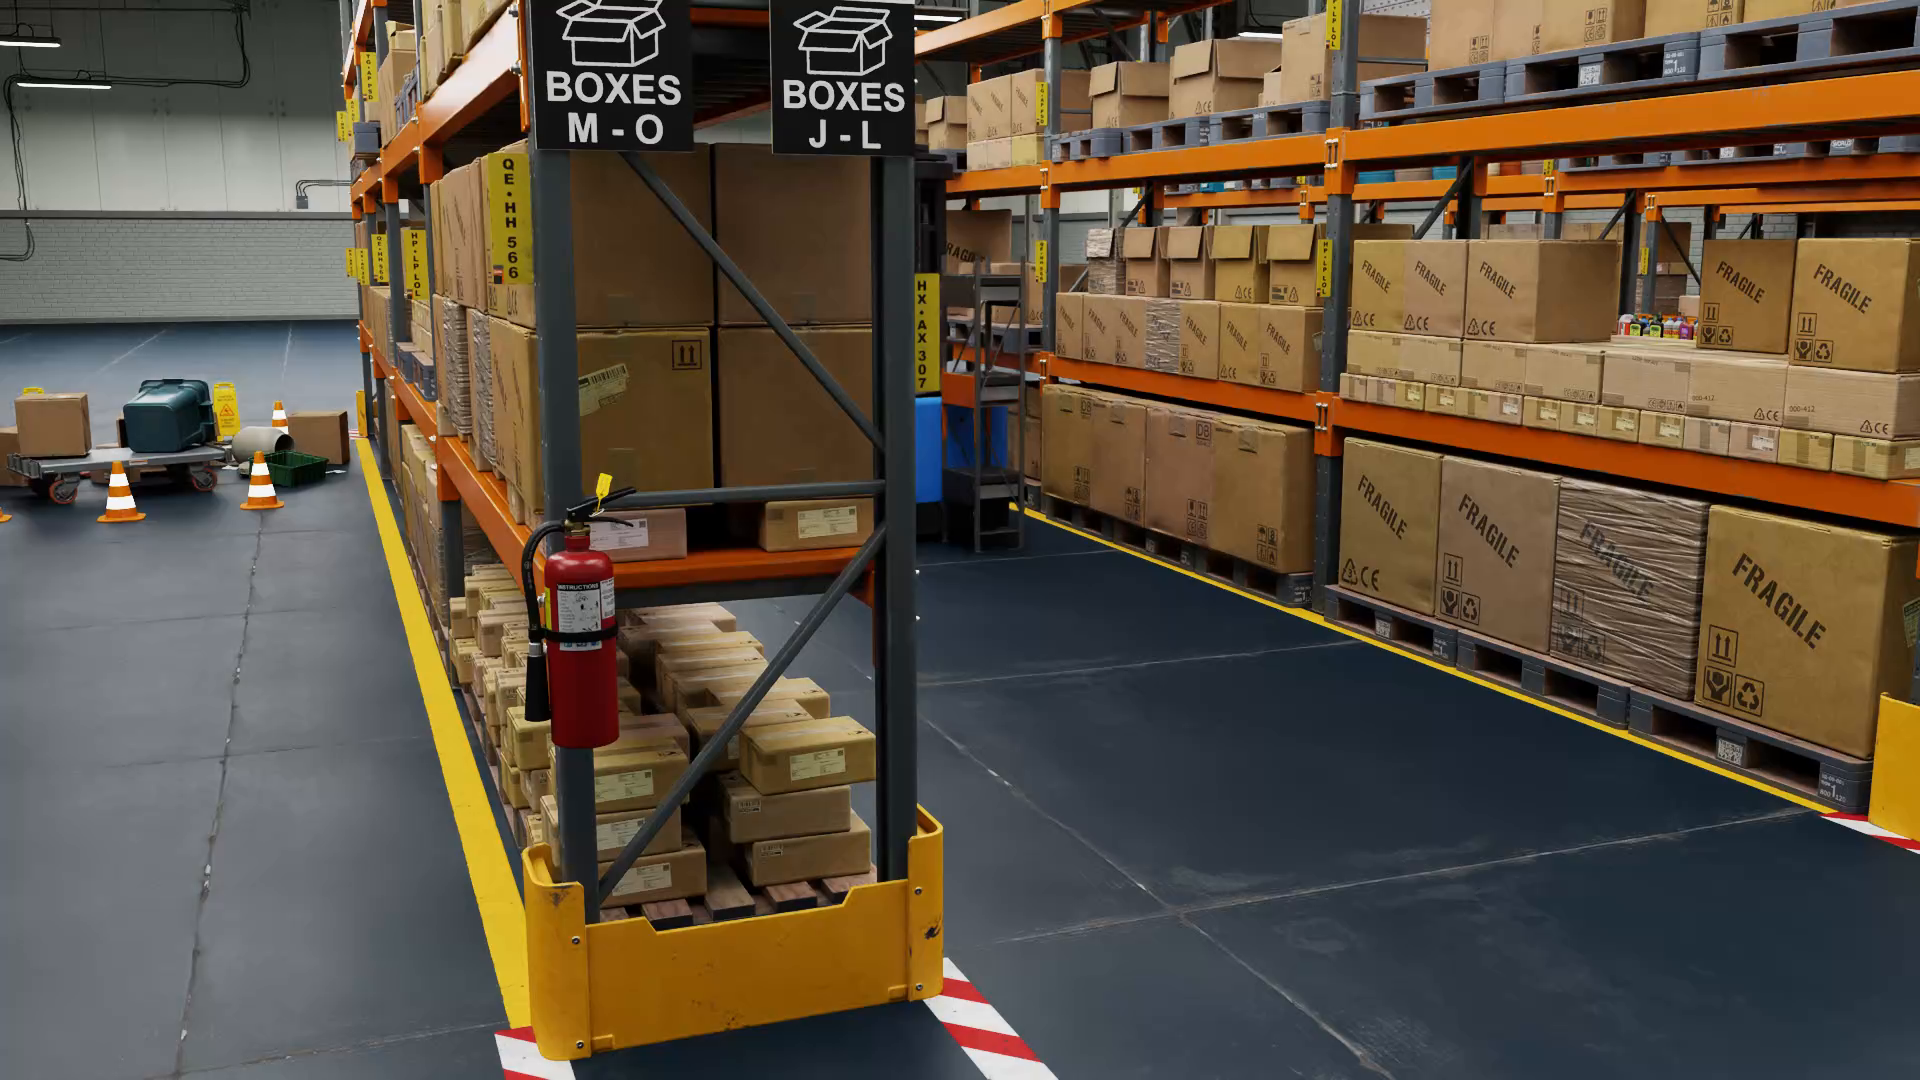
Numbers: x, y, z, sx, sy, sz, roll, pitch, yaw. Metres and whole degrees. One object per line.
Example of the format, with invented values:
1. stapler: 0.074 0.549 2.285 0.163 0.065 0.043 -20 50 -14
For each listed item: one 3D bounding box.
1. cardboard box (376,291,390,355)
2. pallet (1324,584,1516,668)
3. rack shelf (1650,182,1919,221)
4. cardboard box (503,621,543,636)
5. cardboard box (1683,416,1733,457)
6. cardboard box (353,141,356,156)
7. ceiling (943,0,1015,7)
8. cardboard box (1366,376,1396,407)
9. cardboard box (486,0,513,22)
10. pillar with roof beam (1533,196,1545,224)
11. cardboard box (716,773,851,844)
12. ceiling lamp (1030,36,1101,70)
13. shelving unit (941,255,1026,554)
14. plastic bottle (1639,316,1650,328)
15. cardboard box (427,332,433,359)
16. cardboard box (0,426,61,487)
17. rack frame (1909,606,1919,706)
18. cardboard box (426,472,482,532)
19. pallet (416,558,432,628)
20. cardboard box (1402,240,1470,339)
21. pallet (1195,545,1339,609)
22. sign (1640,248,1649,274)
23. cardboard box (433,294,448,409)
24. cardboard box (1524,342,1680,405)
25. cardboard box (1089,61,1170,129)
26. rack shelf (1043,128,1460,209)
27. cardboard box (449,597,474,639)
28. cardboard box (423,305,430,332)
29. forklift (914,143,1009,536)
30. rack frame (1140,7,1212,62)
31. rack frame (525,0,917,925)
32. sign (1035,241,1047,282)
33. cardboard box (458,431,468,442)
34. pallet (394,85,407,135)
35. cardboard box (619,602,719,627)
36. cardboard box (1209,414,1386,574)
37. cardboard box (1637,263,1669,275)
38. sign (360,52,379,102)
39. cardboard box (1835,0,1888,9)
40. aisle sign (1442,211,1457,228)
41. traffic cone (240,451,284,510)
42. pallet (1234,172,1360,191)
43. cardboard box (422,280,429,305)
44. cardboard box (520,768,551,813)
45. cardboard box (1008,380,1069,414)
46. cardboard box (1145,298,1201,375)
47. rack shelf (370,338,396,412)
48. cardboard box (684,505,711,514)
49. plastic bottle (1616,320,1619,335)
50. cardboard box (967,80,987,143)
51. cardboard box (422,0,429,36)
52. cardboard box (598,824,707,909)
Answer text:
1. cardboard box: -4.473 -1.775 13.546 0.500 0.500 0.500 -4 11 -20
2. pallet: 2.803 0.434 9.376 1.003 0.211 1.213 -4 11 -21
3. rack shelf: 9.660 -3.798 18.695 1.077 0.370 4.000 -4 11 -21
4. cardboard box: -1.638 0.418 6.749 0.380 0.149 0.250 -4 11 -23
5. cardboard box: 3.338 -0.453 7.118 0.380 0.149 0.250 -4 11 -20
6. cardboard box: -5.942 -3.973 16.856 0.380 0.149 0.250 -4 11 -21
7. ceiling: 3.364 -15.135 46.115 6.000 0.001 6.000 -4 11 -21
8. cardboard box: 2.492 -0.832 9.248 0.380 0.149 0.250 -4 11 -23
9. cardboard box: -1.021 -1.577 4.584 0.500 0.250 0.500 -4 11 -22
10. pillar with roof beam: 6.975 -7.570 29.282 9.100 9.000 0.548 -4 11 -21
11. cardboard box: -0.561 0.832 5.269 0.380 0.149 0.250 -3 11 -19
12. ceiling lamp: 2.368 -12.202 38.654 2.000 3.185 0.800 -4 11 -21
13. shelving unit: 0.165 -0.989 11.984 0.431 2.100 0.503 -6 12 -29
14. plastic bottle: 5.863 -1.788 14.275 0.097 0.271 0.097 0 10 0
15. cardboard box: -2.960 -1.161 9.899 0.380 0.149 0.250 -4 11 -23
16. cardboard box: -8.656 -0.776 15.350 0.500 0.500 0.500 3 11 18
17. rack frame: 4.049 -0.415 6.187 1.000 3.000 0.127 -4 11 -21
18. cardboard box: -2.565 -0.220 8.890 0.500 0.250 0.500 -4 11 -22
19. pallet: -2.789 0.277 10.260 1.003 0.211 1.213 -4 11 -21
20. cardboard box: 2.706 -1.334 8.794 0.500 0.500 0.500 -4 11 -21
21. pallet: 2.250 0.184 10.783 1.003 0.211 1.213 -4 11 -21
22. sign: 8.419 -3.431 20.447 0.100 0.325 0.005 -4 11 -21
23. cardboard box: -2.115 -0.868 7.602 0.500 0.500 0.500 -4 11 -22
24. cardboard box: 3.066 -0.800 7.933 0.500 0.250 0.500 -4 11 -21
25. cardboard box: 1.439 -3.360 12.686 0.797 0.503 0.637 -3 11 -18
26. rack shelf: 1.875 -2.517 11.493 1.077 0.370 4.000 -4 11 -21
27. cardboard box: -2.226 0.360 7.921 0.380 0.149 0.250 -3 11 -18
28. cardboard box: -3.053 -1.350 10.114 0.380 0.149 0.250 -4 11 -21
29. forklift: -0.828 -1.658 13.371 1.130 2.935 3.031 -6 12 -31
30. rack frame: 2.868 -6.294 22.111 1.000 3.000 0.127 -4 11 -21
31. rack frame: -0.610 -0.117 4.510 1.000 3.000 0.127 -4 11 -21
32. sign: 0.648 -2.216 13.231 0.100 0.325 0.005 -4 11 -21
33. cardboard box: -2.099 -0.541 7.616 0.380 0.149 0.250 -4 11 -19
34. pallet: -2.563 -2.430 9.490 1.213 0.211 1.003 -4 11 -21
35. cardboard box: -1.256 0.341 7.180 0.380 0.149 0.250 -4 11 -24
36. cardboard box: 2.349 -0.332 10.587 1.225 0.875 0.875 -4 11 -21
37. cardboard box: 8.637 -3.401 20.837 0.380 0.149 0.250 -4 11 -21
38. sign: -4.029 -3.159 11.346 0.100 0.325 0.005 -4 11 -21
39. cardboard box: 3.811 -2.278 6.328 0.700 0.500 0.500 -5 11 -24
40. aisle sign: 7.177 -4.926 24.123 0.394 0.787 0.004 -4 11 -21
41. traffic cone: -5.880 -0.512 13.975 0.336 0.463 0.334 -4 11 -21
42. pallet: 3.965 -4.183 19.347 1.213 0.211 1.003 -4 11 -21
43. cardboard box: -3.142 -1.539 10.328 0.380 0.149 0.250 -3 11 -18
44. cardboard box: -1.257 0.781 5.556 0.380 0.149 0.250 -4 11 -23
45. cardboard box: 0.678 -1.269 14.730 0.500 0.250 0.500 -3 10 -14
46. cardboard box: 1.630 -1.424 11.576 0.500 0.500 0.500 -4 11 -21
47. rack shelf: -4.234 -1.395 13.750 1.077 0.370 4.000 -4 11 -21
48. cardboard box: -0.822 -0.186 5.620 0.380 0.149 0.250 -3 11 -18
49. plastic bottle: 5.699 -1.830 14.475 0.061 0.283 0.133 -4 11 -21
50. cardboard box: 0.383 -3.720 14.488 0.500 0.500 0.500 -4 11 -20
51. cardboard box: -2.109 -2.325 7.360 0.500 0.250 0.500 -4 11 -19
52. cardboard box: -0.995 1.008 5.132 0.380 0.149 0.250 -4 11 -20
